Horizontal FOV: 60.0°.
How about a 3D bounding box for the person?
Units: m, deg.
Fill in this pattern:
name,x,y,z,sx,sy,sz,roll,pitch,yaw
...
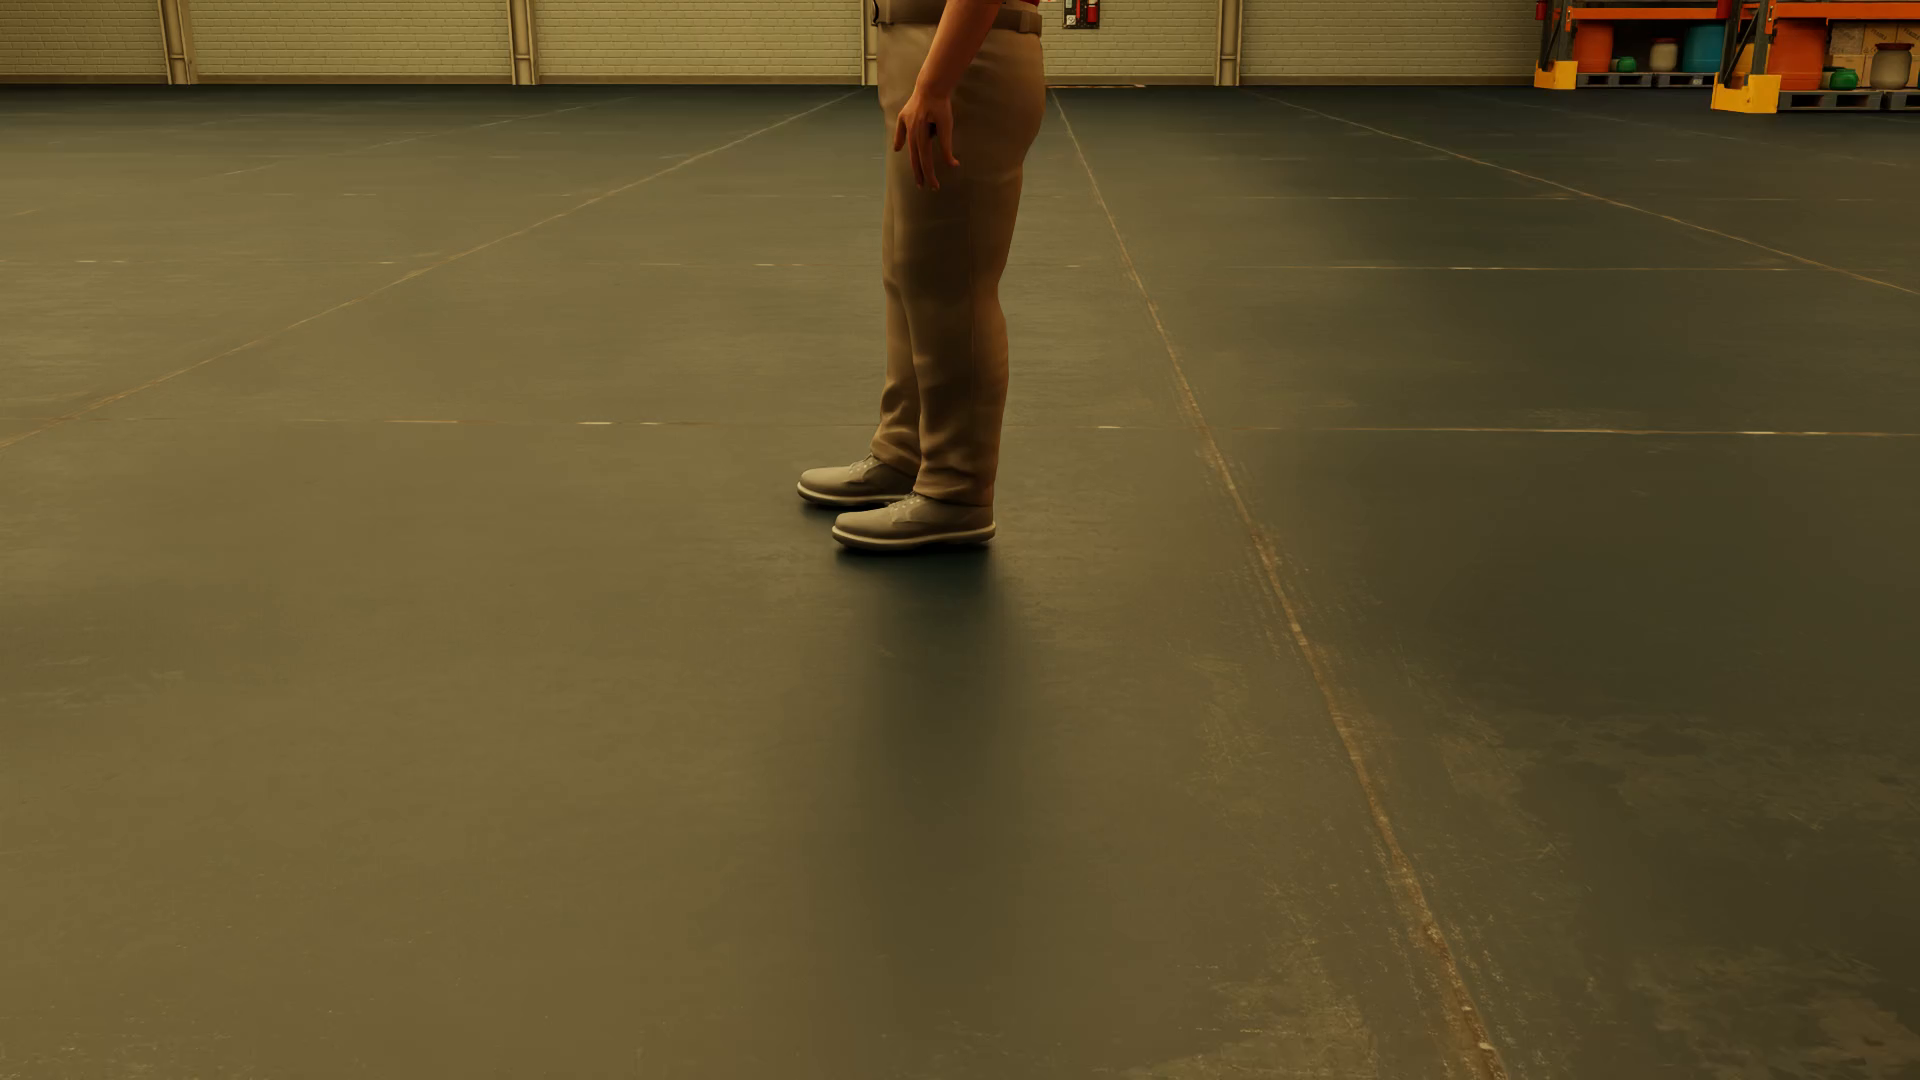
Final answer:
name,x,y,z,sx,sy,sz,roll,pitch,yaw
person,-0.092,-0.837,3.128,0.543,1.729,0.639,1,17,2
